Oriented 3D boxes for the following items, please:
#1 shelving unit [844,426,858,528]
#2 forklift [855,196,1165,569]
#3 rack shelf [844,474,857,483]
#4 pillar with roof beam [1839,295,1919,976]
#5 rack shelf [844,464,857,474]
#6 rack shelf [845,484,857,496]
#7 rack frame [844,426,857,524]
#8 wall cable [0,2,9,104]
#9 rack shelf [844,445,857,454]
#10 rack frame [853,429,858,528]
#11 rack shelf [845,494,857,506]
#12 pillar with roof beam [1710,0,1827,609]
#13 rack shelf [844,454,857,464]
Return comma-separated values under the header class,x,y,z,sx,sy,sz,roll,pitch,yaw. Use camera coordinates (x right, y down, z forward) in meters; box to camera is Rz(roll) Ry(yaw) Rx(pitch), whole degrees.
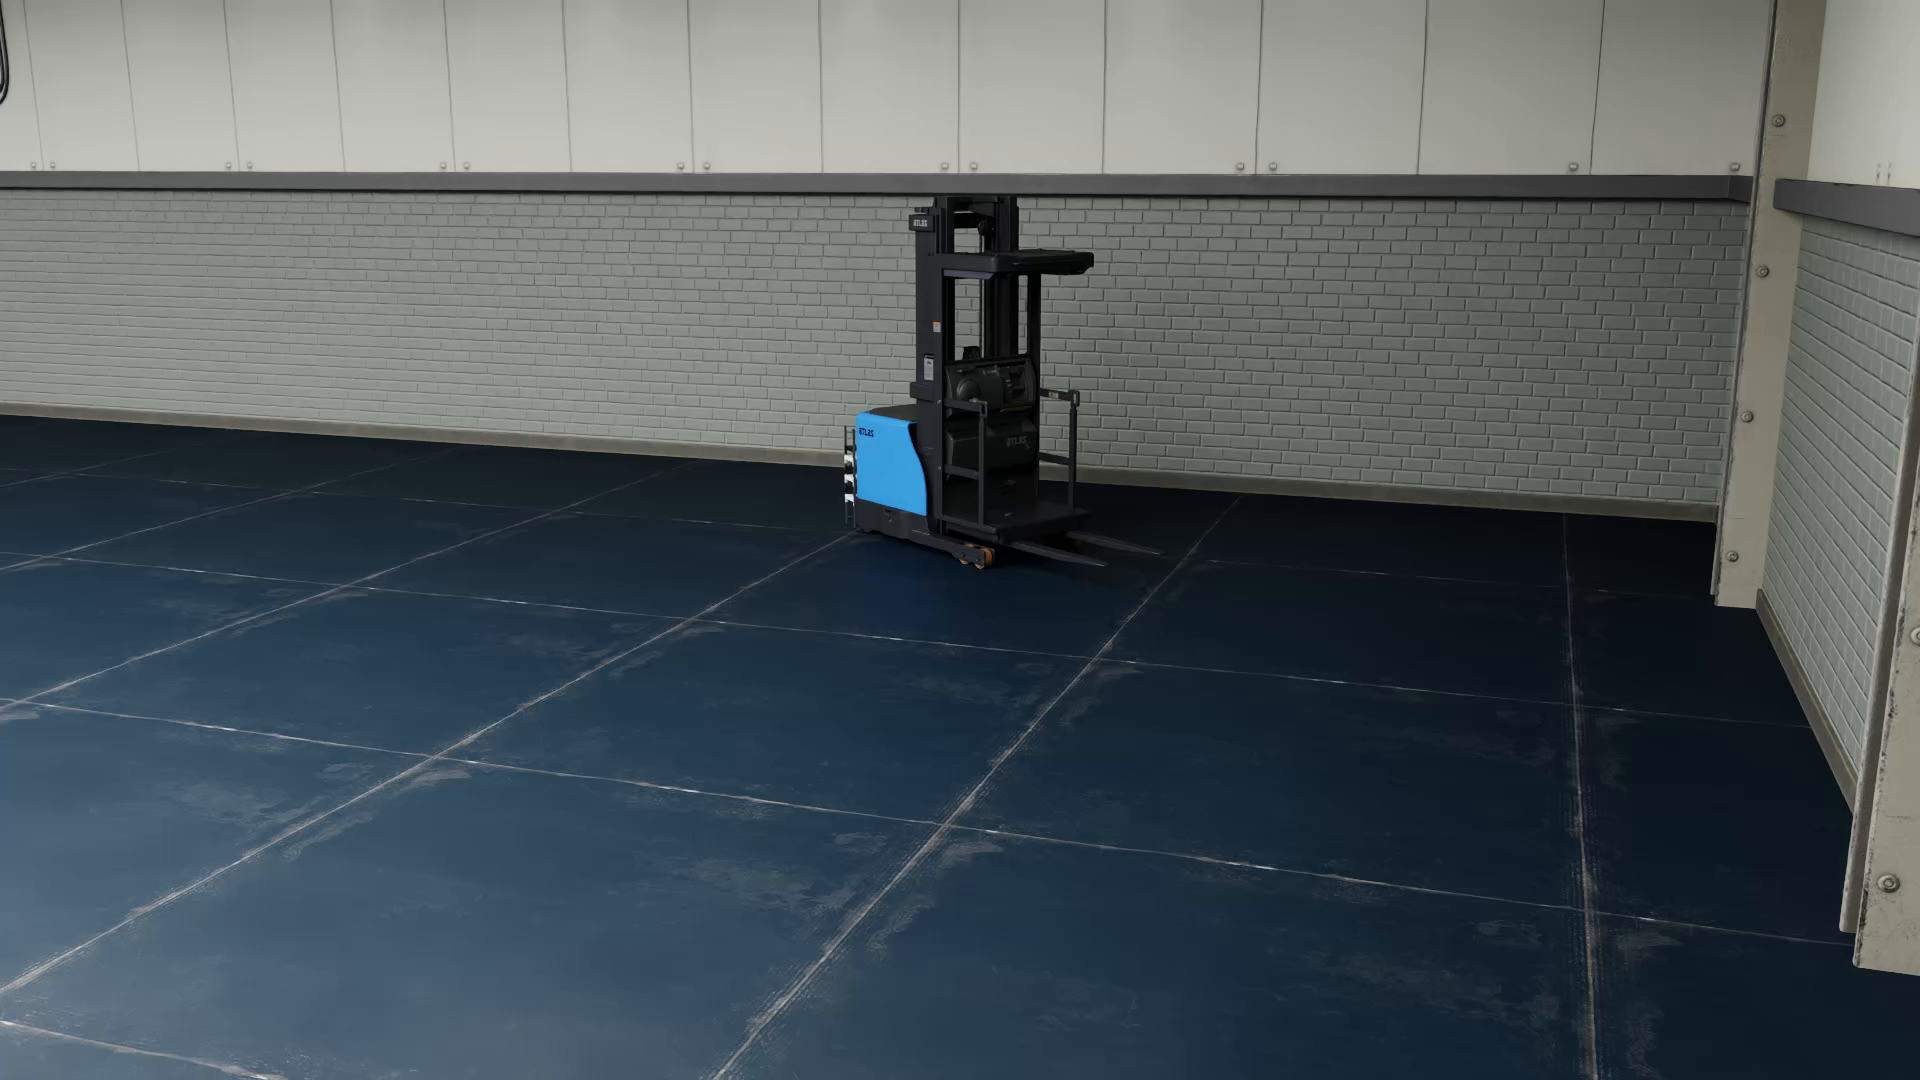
class,x,y,z,sx,sy,sz,roll,pitch,yaw
shelving unit,-0.888,-0.580,15.007,0.258,0.900,0.210,-6,14,-25
forklift,0.395,-1.322,13.692,1.130,2.935,3.031,-10,16,-38
rack shelf,-0.888,-0.548,15.014,0.258,0.077,0.200,-6,14,-25
pillar with roof beam,-0.194,-2.978,7.311,9.100,9.000,0.400,4,14,18
rack shelf,-0.888,-0.635,14.994,0.258,0.077,0.200,-6,14,-25
rack shelf,-0.888,-0.460,15.035,0.258,0.077,0.200,-6,14,-25
rack frame,-0.931,-0.601,15.097,0.240,0.900,0.006,-6,14,-25
wall cable,-12.802,-7.695,20.337,2.305,6.003,0.169,4,14,18
rack shelf,-0.888,-0.811,14.954,0.258,0.077,0.200,-6,14,-25
rack frame,-0.845,-0.560,14.917,0.240,0.900,0.006,-6,14,-25
rack shelf,-0.888,-0.372,15.055,0.258,0.077,0.200,-6,14,-25
pillar with roof beam,1.748,-4.241,12.846,9.100,9.000,0.400,4,14,18
rack shelf,-0.888,-0.723,14.974,0.258,0.077,0.200,-6,14,-25
